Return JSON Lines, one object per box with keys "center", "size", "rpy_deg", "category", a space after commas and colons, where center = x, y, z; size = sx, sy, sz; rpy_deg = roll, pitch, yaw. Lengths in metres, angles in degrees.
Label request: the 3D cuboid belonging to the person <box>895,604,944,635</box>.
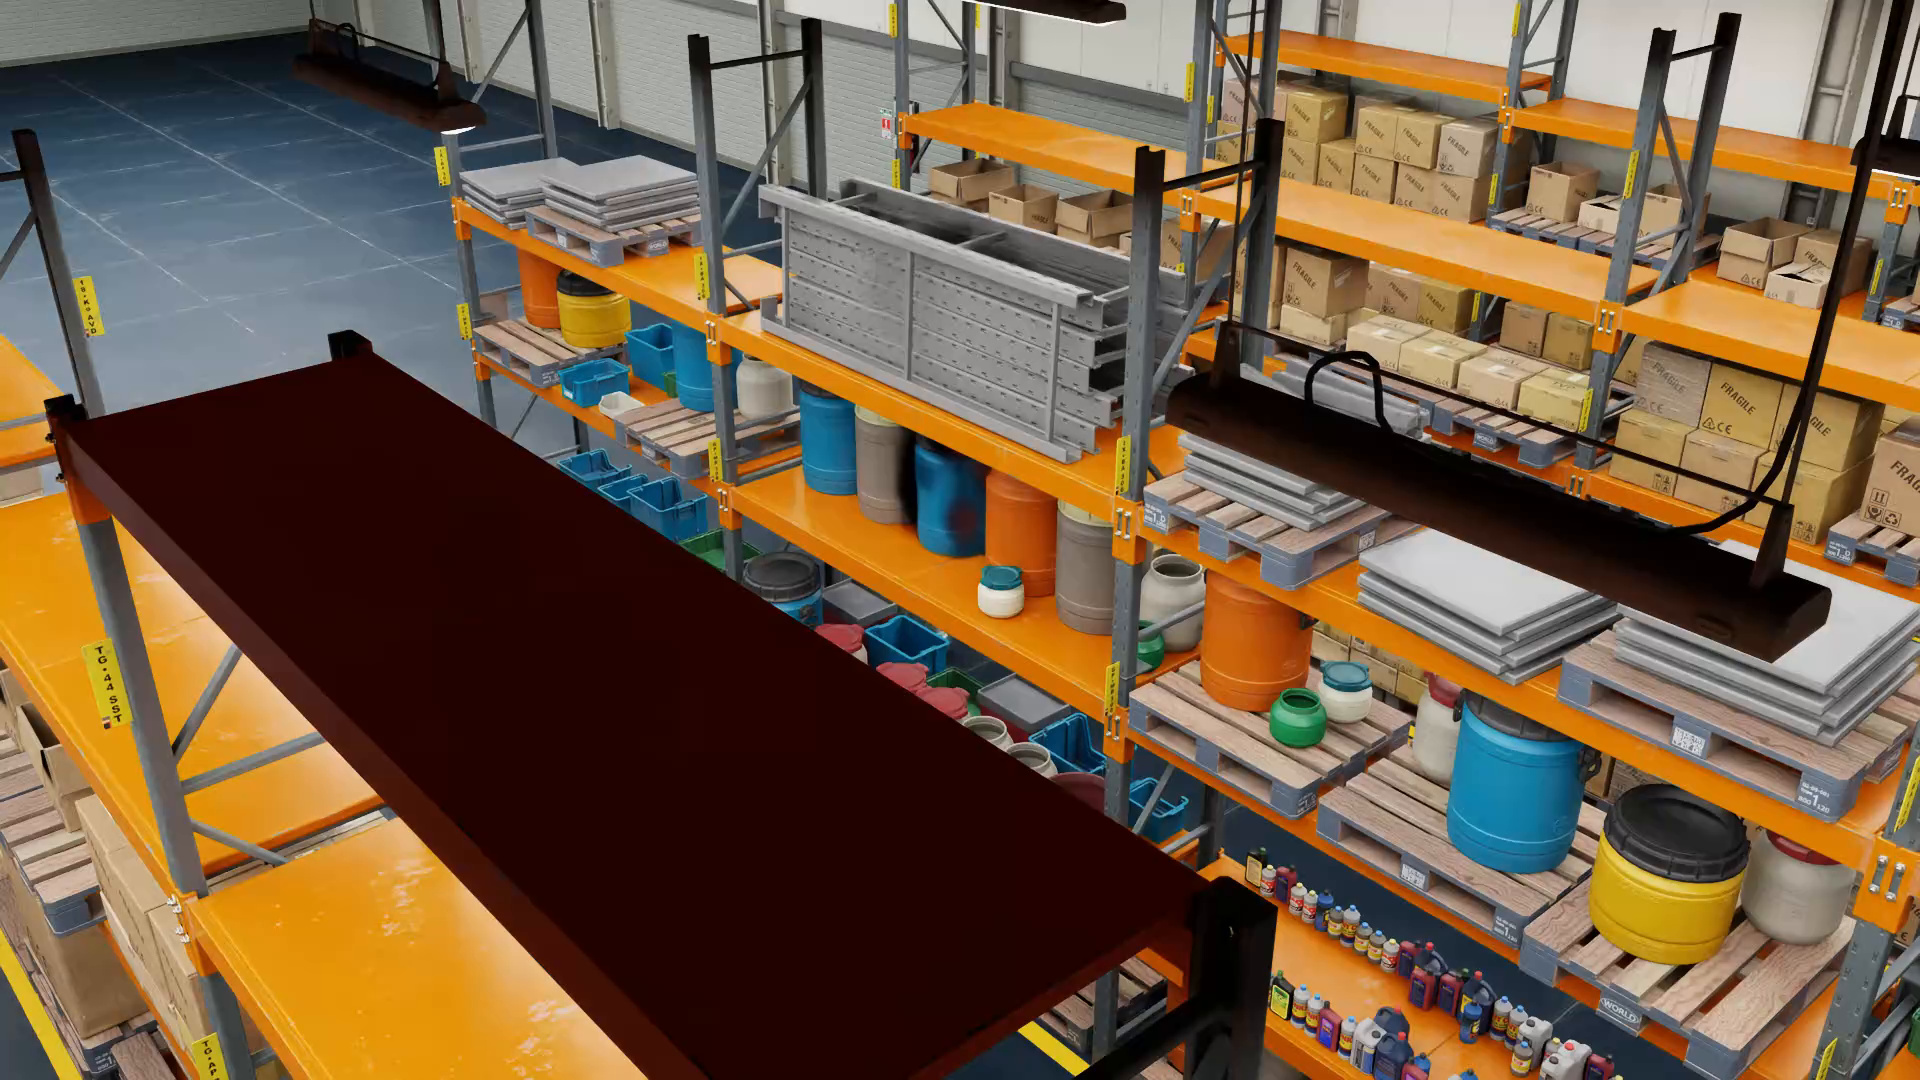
{"center": [-0.371, 0.185, 15.449], "size": [0.777, 1.558, 0.561], "rpy_deg": [23, 35, 38], "category": "person"}
